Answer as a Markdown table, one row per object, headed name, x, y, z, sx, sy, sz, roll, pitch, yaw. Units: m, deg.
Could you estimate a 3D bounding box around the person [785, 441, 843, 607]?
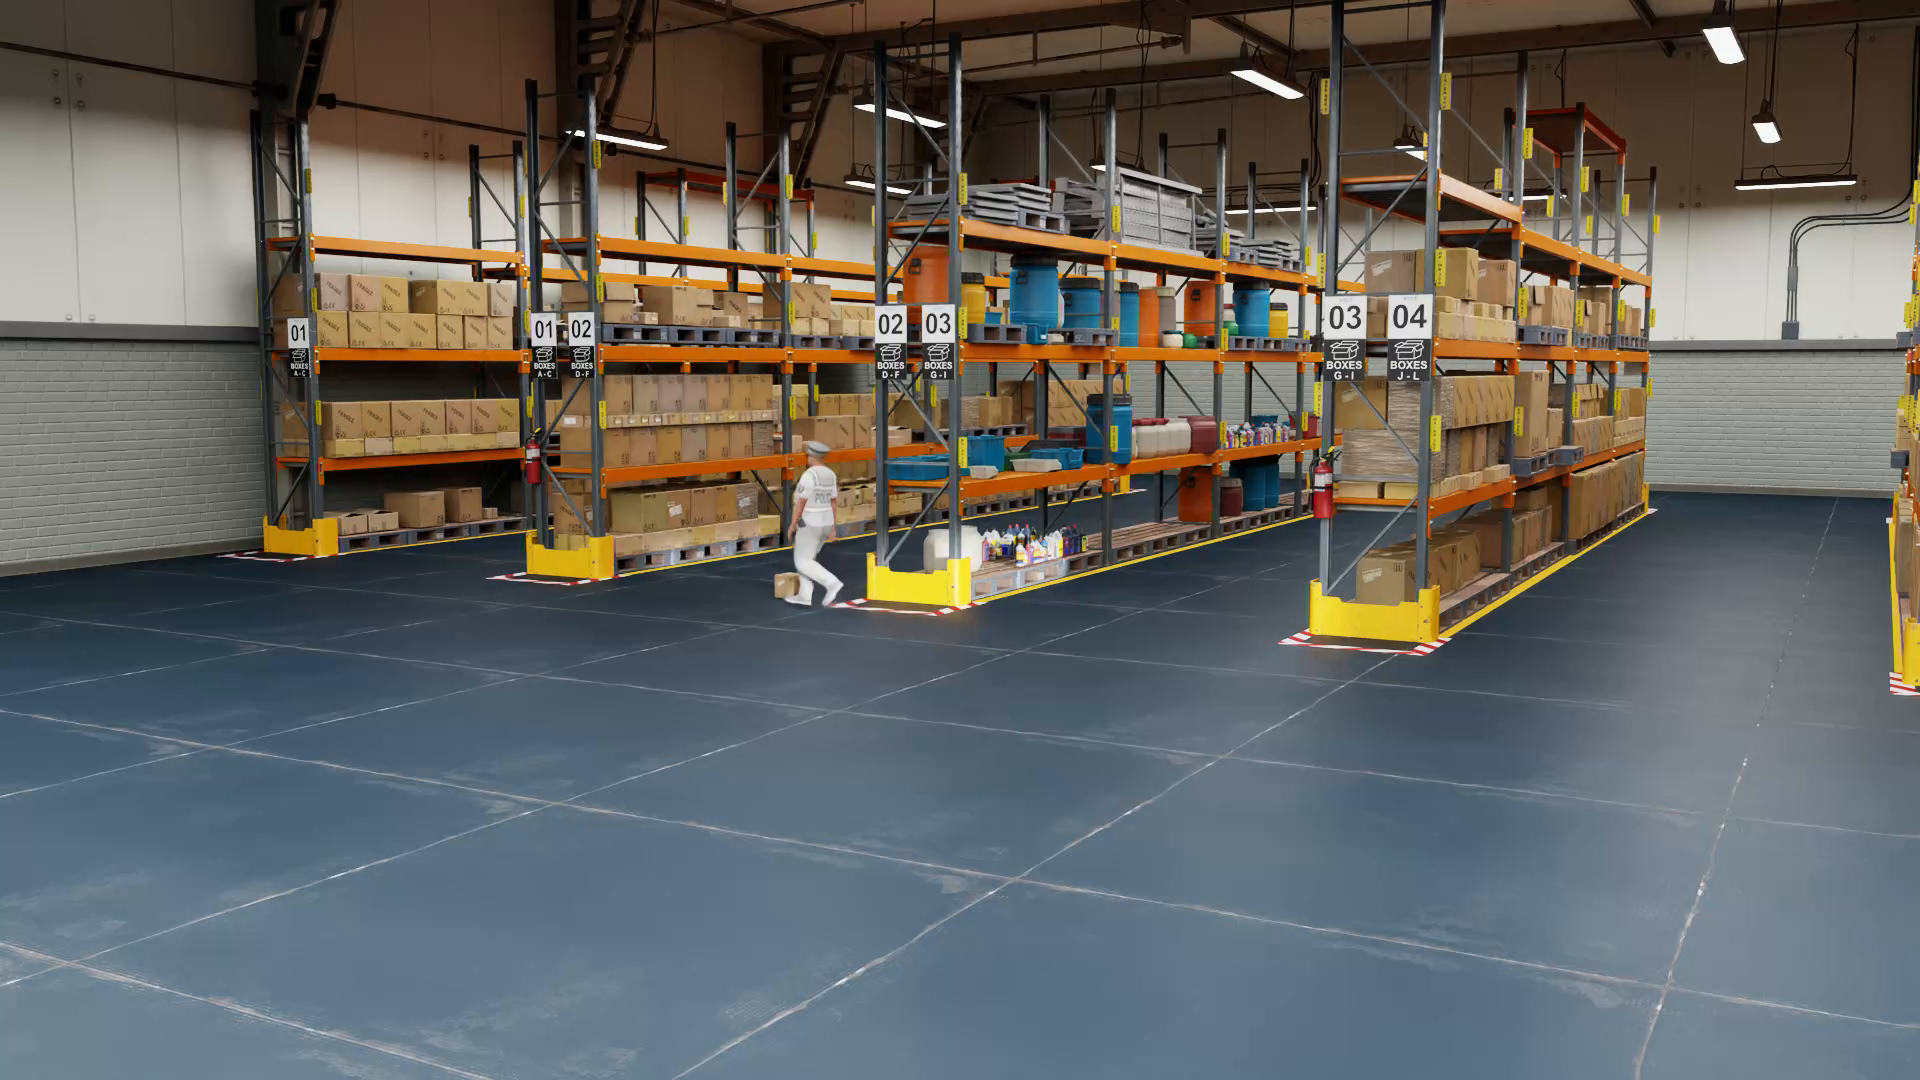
| name | x | y | z | sx | sy | sz | roll | pitch | yaw |
| --- | --- | --- | --- | --- | --- | --- | --- | --- | --- |
| person | -1.529 | -0.166 | 17.497 | 0.842 | 1.738 | 0.532 | 3 | 7 | 28 |
